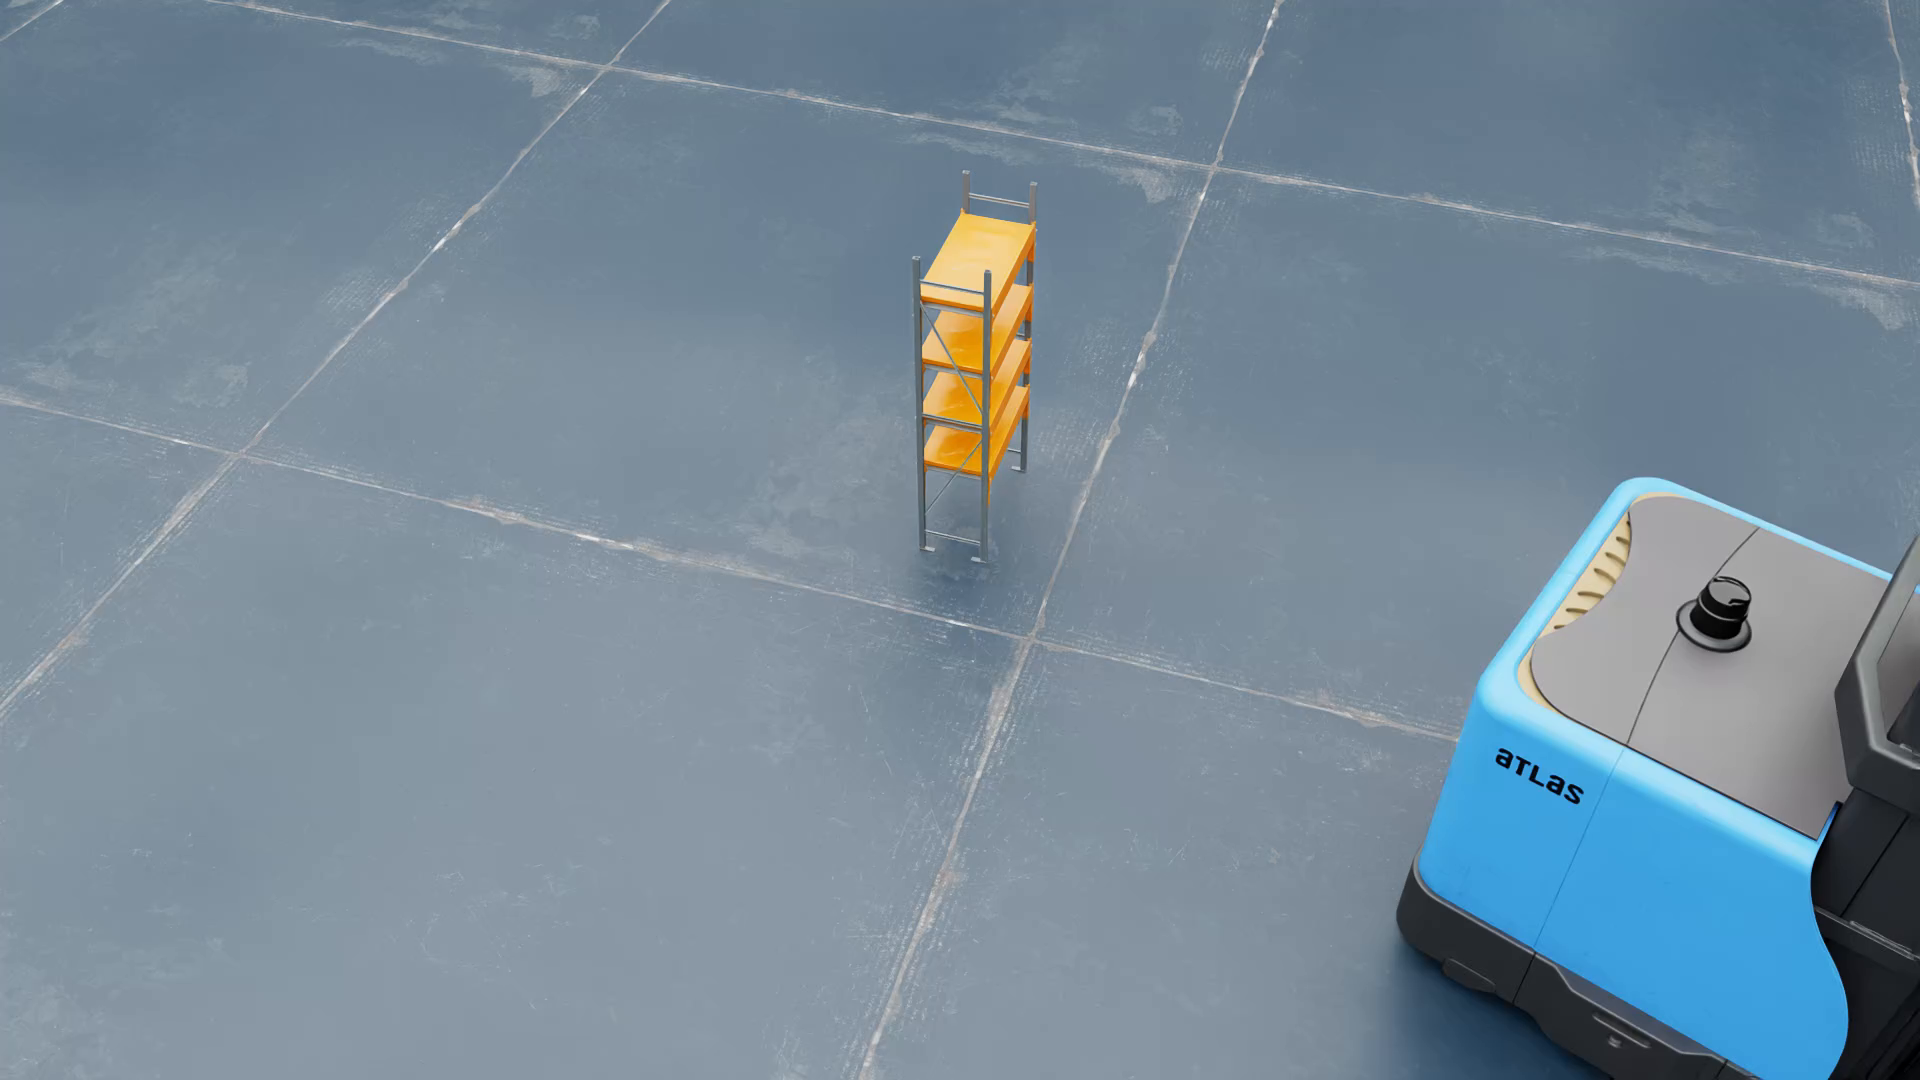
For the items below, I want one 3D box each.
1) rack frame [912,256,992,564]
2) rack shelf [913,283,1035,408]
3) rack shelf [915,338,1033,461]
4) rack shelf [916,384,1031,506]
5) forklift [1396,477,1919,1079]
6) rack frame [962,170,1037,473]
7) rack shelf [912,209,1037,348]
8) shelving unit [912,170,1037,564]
[{"bbox_3d":[-0.024,-0.377,5.277,0.240,1.200,0.015,13,46,13],"label":"rack frame"},{"bbox_3d":[0.050,-0.651,5.334,0.258,0.148,0.480,13,46,13],"label":"rack shelf"},{"bbox_3d":[0.050,-0.491,5.490,0.258,0.148,0.480,13,46,13],"label":"rack shelf"},{"bbox_3d":[0.050,-0.349,5.629,0.258,0.148,0.480,13,46,13],"label":"rack shelf"},{"bbox_3d":[2.679,0.423,3.223,3.031,2.935,1.130,28,51,26],"label":"forklift"},{"bbox_3d":[0.124,-0.702,5.609,0.240,1.200,0.015,13,46,13],"label":"rack frame"},{"bbox_3d":[0.050,-0.820,5.168,0.258,0.148,0.480,13,46,13],"label":"rack shelf"},{"bbox_3d":[0.050,-0.539,5.443,0.258,1.200,0.503,13,46,13],"label":"shelving unit"}]
